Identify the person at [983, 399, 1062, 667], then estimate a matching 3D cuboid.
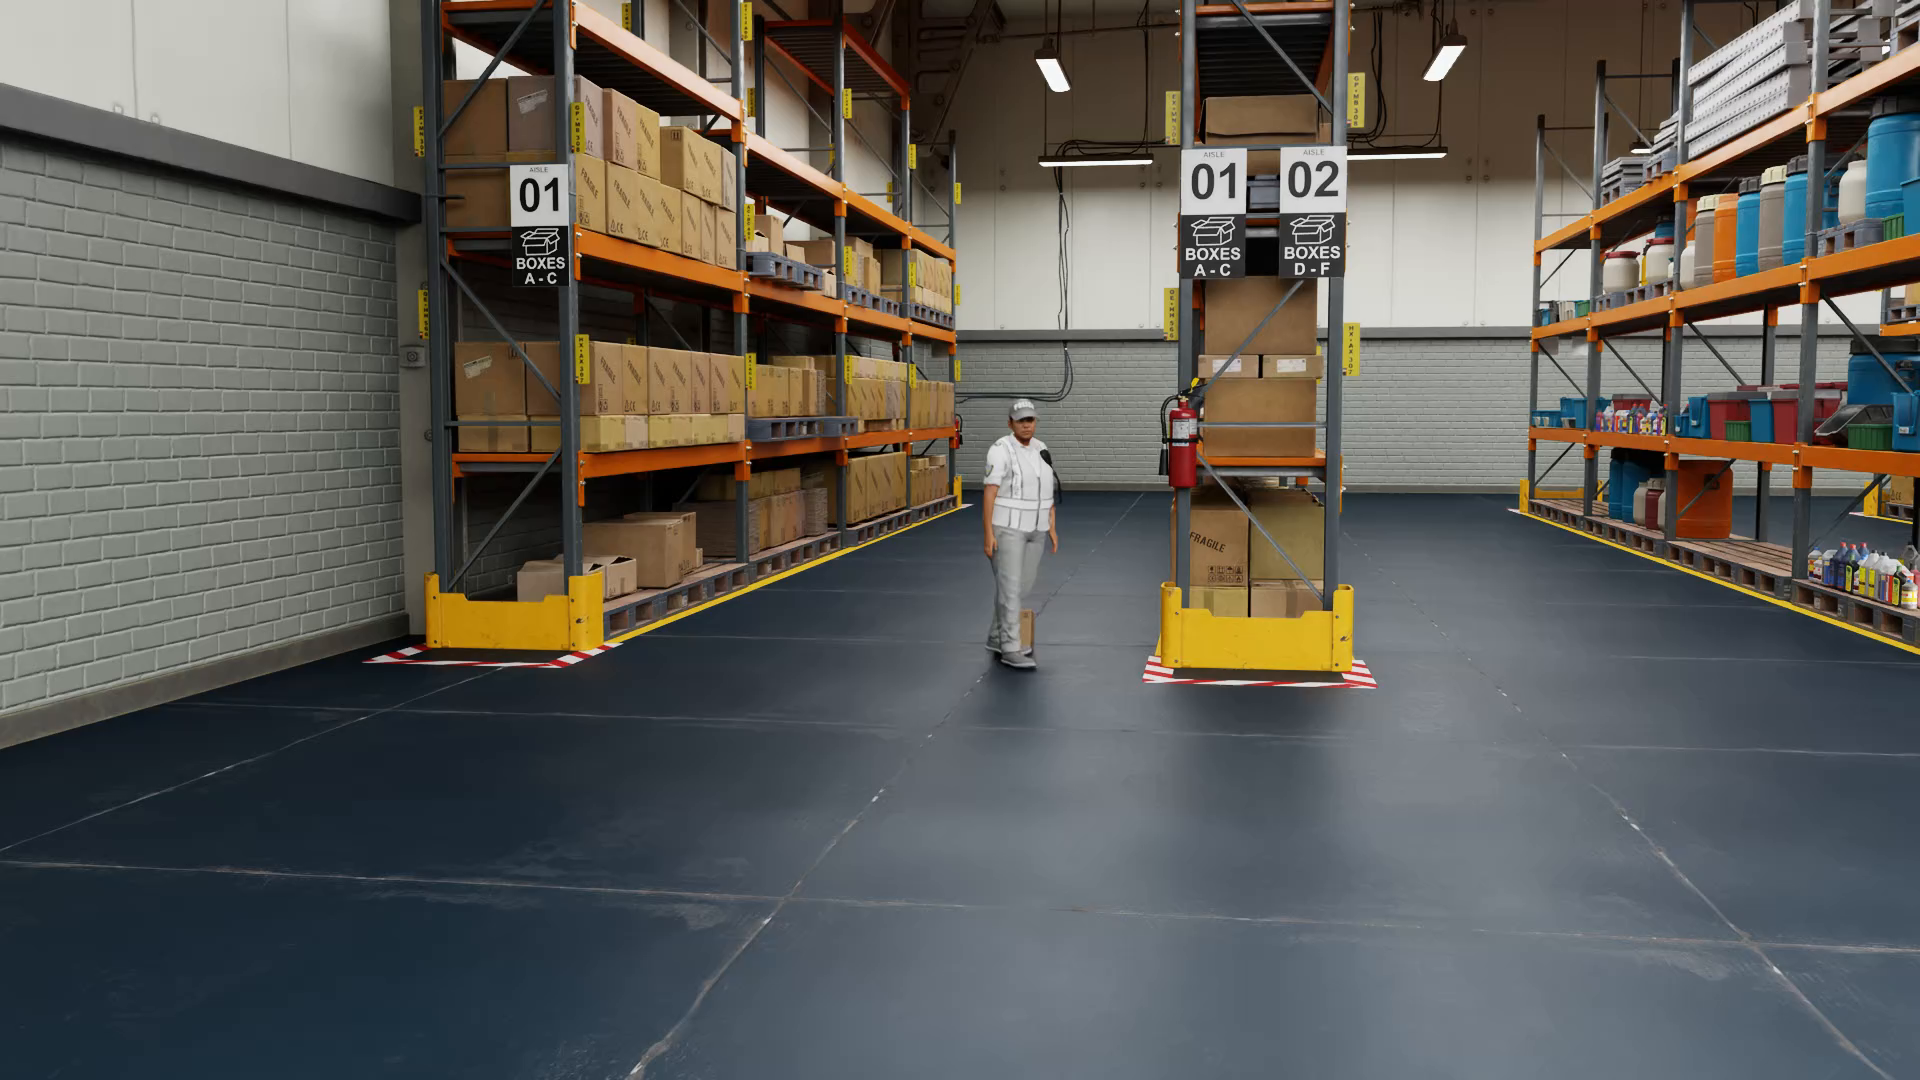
[{"bbox_3d":[0.343,-0.055,10.452,0.496,1.657,0.550,-4,6,-42],"label":"person"}]
